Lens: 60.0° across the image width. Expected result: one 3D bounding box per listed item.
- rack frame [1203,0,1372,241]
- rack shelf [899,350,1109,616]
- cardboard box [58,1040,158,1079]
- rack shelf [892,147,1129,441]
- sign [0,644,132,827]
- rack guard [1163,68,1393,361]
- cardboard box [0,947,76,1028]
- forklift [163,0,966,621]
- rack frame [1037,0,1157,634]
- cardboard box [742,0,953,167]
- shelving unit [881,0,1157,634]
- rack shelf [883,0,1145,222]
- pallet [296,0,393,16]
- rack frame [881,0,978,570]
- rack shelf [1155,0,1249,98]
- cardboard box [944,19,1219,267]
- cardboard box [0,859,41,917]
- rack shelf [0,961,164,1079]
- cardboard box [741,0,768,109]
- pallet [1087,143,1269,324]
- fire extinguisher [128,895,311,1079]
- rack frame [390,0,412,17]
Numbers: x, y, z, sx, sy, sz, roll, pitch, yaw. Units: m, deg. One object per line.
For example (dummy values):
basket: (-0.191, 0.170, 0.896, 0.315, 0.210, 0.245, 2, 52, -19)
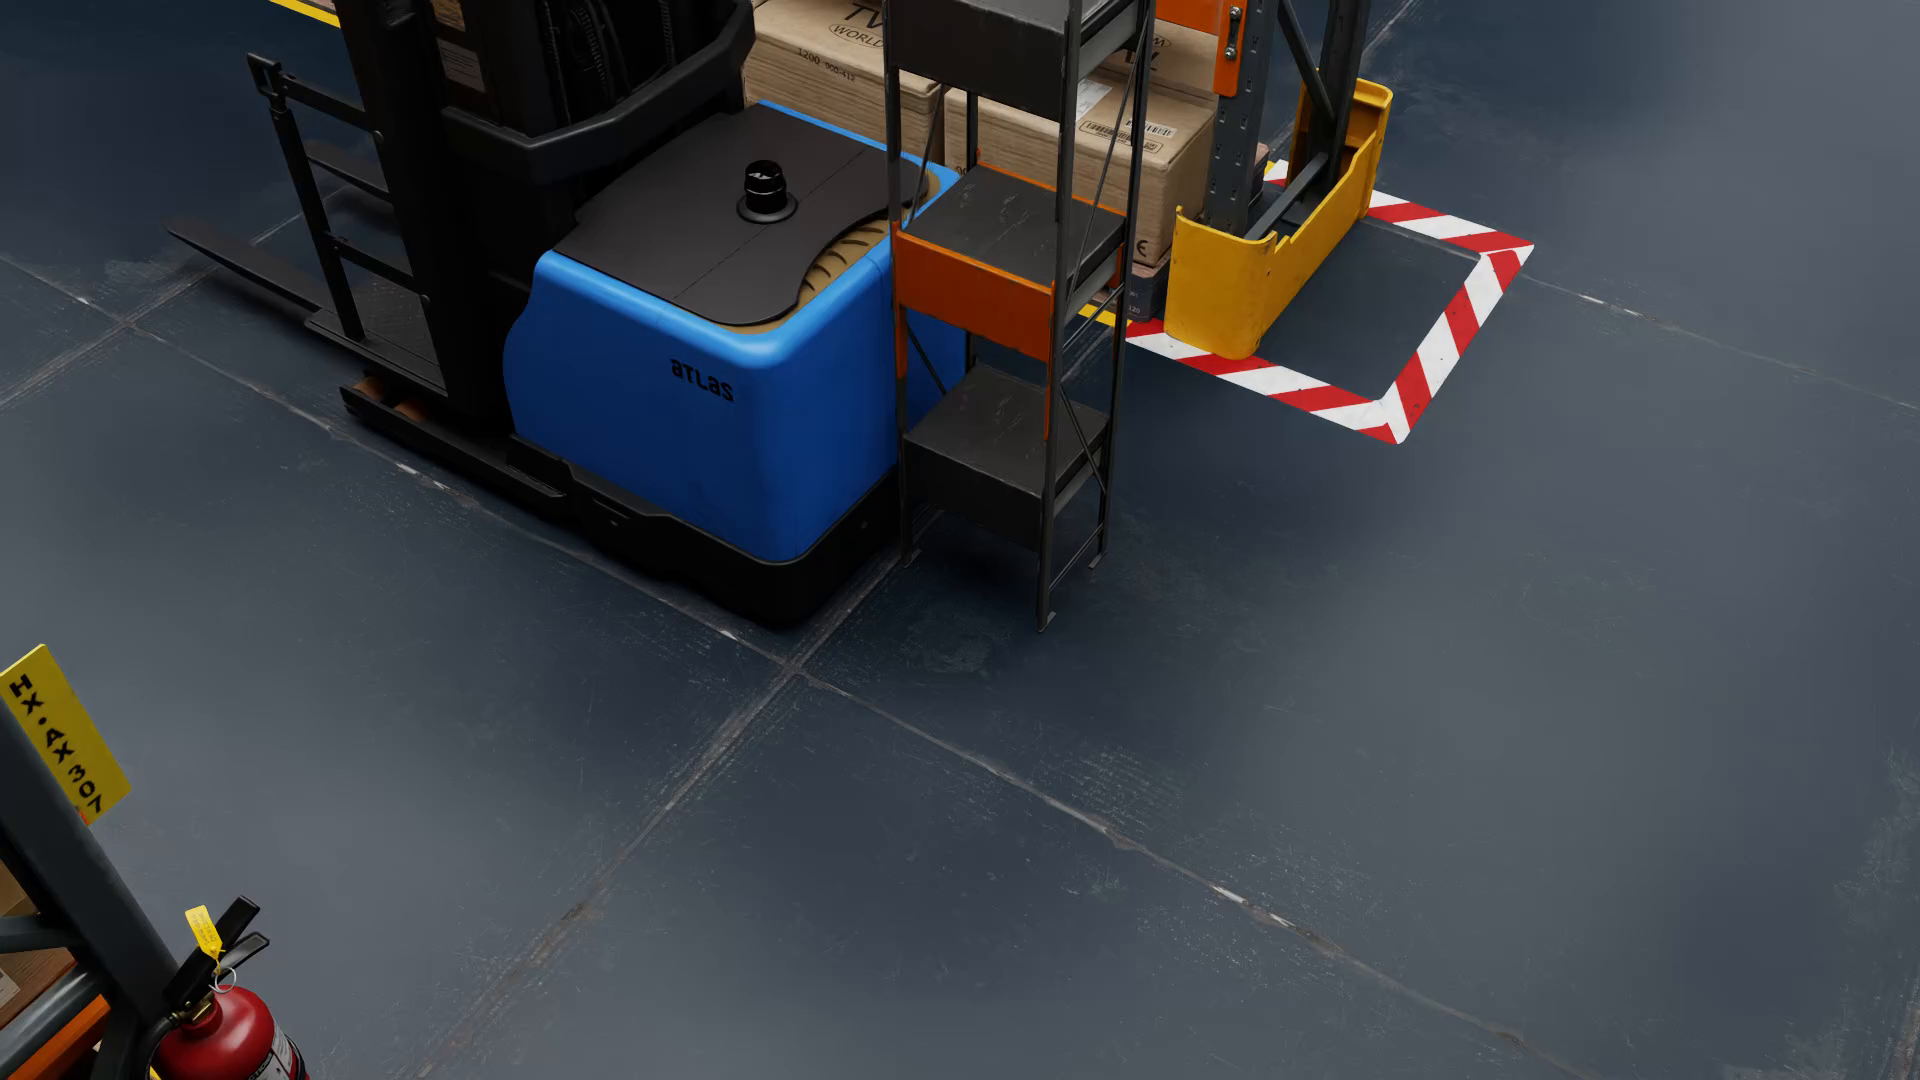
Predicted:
rack frame: (1.147, -2.089, 5.188, 0.127, 3.000, 1.000, 25, 51, 22)
rack shelf: (0.139, -0.170, 4.946, 0.480, 0.518, 0.431, 25, 51, 22)
cardboard box: (-1.993, 1.339, 3.306, 0.637, 0.503, 0.797, 23, 50, 21)
rack shelf: (0.139, -0.658, 4.444, 0.480, 0.518, 0.431, 25, 51, 22)
sign: (-1.237, 0.280, 2.283, 0.005, 0.325, 0.100, 25, 51, 22)
rack guard: (1.167, -1.209, 6.076, 0.348, 0.500, 1.175, 25, 51, 22)
cardboard box: (-1.658, 0.704, 2.650, 0.250, 0.149, 0.380, 24, 51, 22)
forklift: (-1.463, -1.618, 4.778, 3.031, 2.935, 1.130, 26, 51, 23)
rack frame: (0.345, -0.573, 4.343, 0.015, 2.100, 0.400, 25, 51, 22)
cardboard box: (-0.237, -1.887, 6.486, 0.875, 0.438, 0.875, 26, 51, 23)
shelving unit: (0.139, -0.668, 4.435, 0.503, 2.100, 0.431, 25, 51, 22)
rack shelf: (0.139, -1.146, 3.942, 0.480, 0.518, 0.431, 25, 51, 22)
pallet: (-2.910, -2.919, 7.939, 1.213, 0.211, 1.003, 25, 51, 22)
rack frame: (-0.066, -0.762, 4.526, 0.015, 2.100, 0.400, 25, 51, 22)
rack shelf: (-0.536, -2.613, 6.199, 4.000, 0.370, 1.077, 25, 51, 22)
cardboard box: (0.538, -1.538, 6.146, 0.875, 0.438, 0.875, 23, 50, 21)
cardboard box: (-1.766, 0.519, 2.551, 0.500, 0.250, 0.500, 25, 51, 22)
rack shelf: (-3.213, 0.385, 3.286, 4.000, 0.370, 1.077, 25, 51, 22)
cardboard box: (-0.995, -2.237, 6.826, 0.875, 0.438, 0.875, 23, 50, 21)
pallet: (0.432, -1.379, 6.443, 1.213, 0.211, 1.003, 25, 51, 22)
fire extinguisher: (-1.156, 0.844, 2.652, 0.183, 0.674, 0.296, 25, 51, 22)
rack frame: (-2.220, -3.638, 6.693, 0.127, 3.000, 1.000, 25, 51, 22)
